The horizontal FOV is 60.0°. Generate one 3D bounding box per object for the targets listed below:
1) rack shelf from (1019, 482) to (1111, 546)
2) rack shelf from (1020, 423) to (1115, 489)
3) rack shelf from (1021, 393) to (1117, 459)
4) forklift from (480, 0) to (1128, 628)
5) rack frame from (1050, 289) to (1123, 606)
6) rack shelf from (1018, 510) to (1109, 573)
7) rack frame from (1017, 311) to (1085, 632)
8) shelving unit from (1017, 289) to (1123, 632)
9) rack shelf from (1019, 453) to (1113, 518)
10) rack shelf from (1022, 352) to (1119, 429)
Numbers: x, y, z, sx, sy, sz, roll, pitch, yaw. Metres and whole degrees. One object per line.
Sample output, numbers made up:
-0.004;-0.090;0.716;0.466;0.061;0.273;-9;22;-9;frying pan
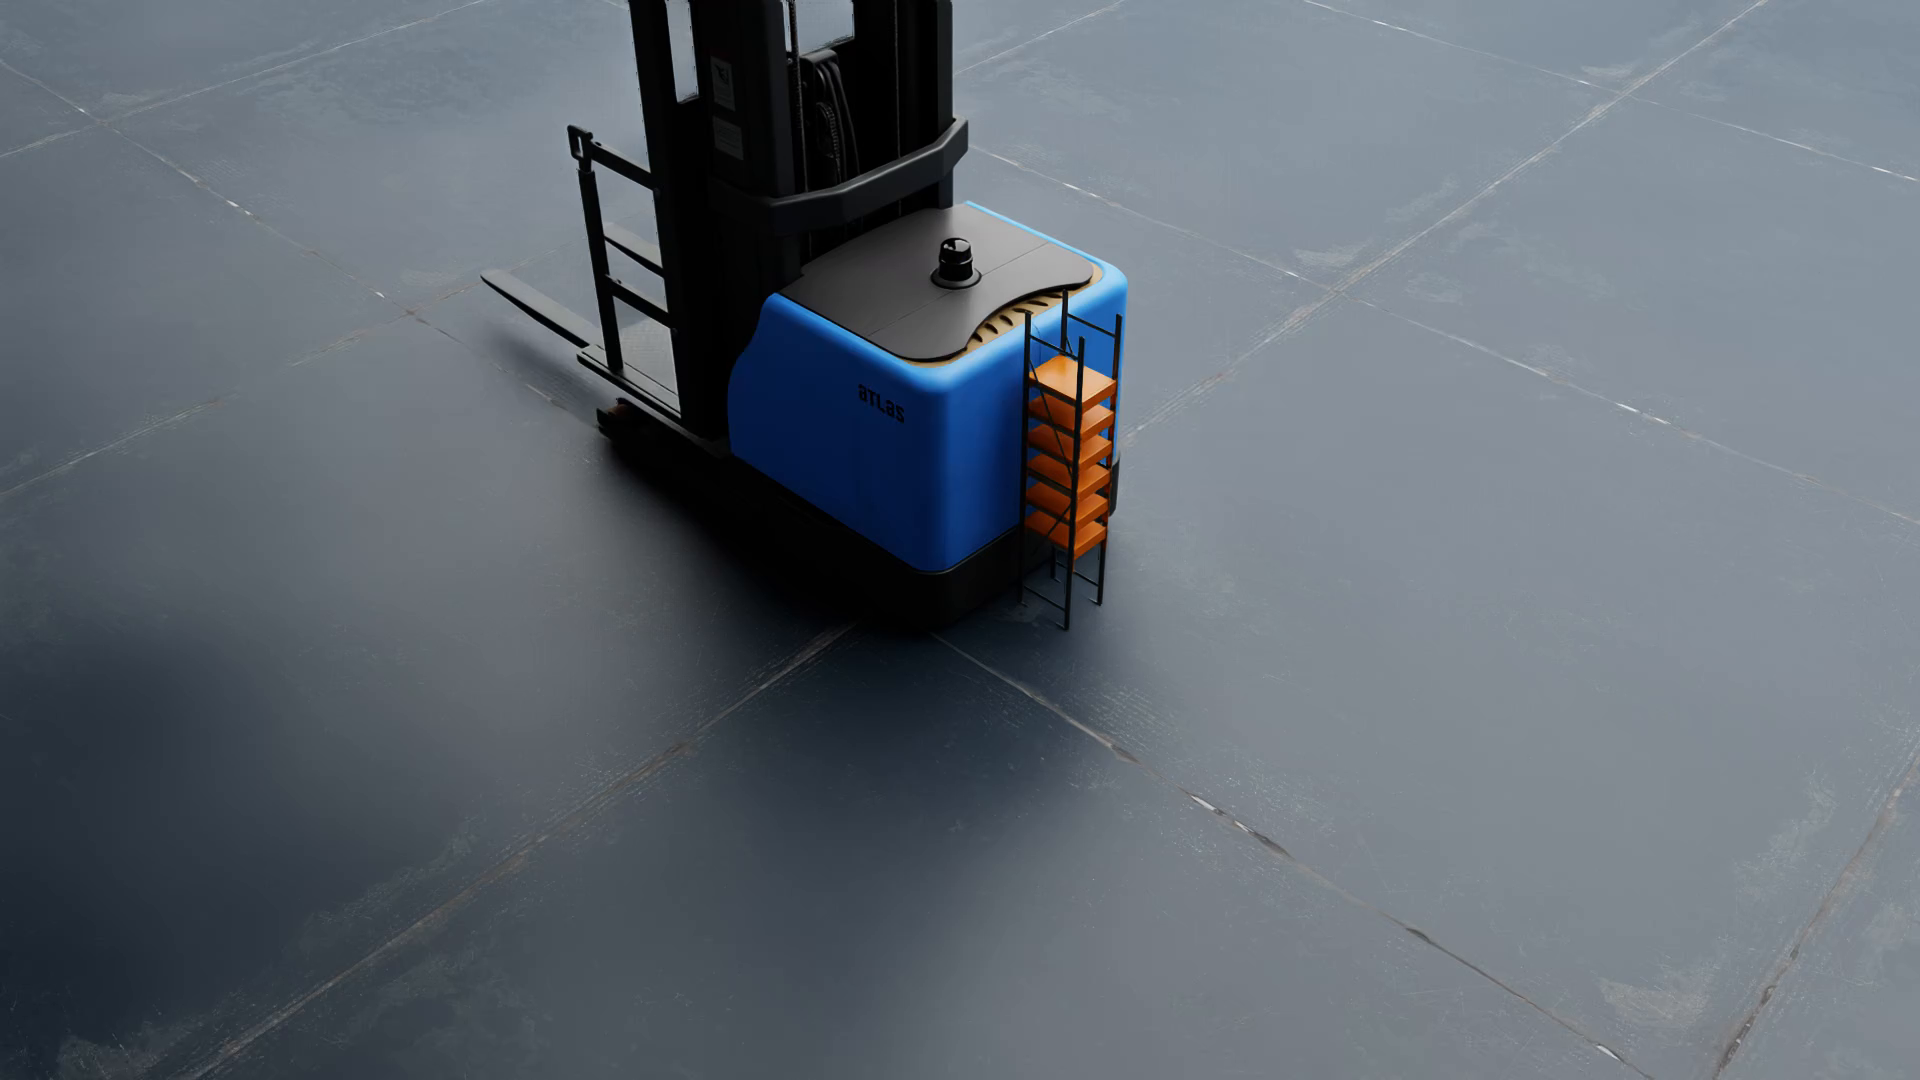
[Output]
0.357;-0.113;5.692;0.258;0.103;0.180;30;47;32;rack shelf
0.357;-0.300;5.542;0.258;0.103;0.180;30;47;32;rack shelf
0.357;-0.394;5.468;0.258;0.103;0.180;30;47;32;rack shelf
-0.815;-1.650;5.970;3.031;2.935;1.130;31;48;33;forklift
0.419;-0.283;5.642;0.240;1.200;0.006;30;47;32;rack frame
0.357;-0.019;5.766;0.258;0.103;0.180;30;47;32;rack shelf
0.295;-0.199;5.537;0.240;1.200;0.006;30;47;32;rack frame
0.357;-0.241;5.589;0.258;1.200;0.189;30;47;32;shelving unit
0.357;-0.206;5.617;0.258;0.103;0.180;30;47;32;rack shelf
0.357;-0.488;5.393;0.258;0.103;0.180;30;47;32;rack shelf
